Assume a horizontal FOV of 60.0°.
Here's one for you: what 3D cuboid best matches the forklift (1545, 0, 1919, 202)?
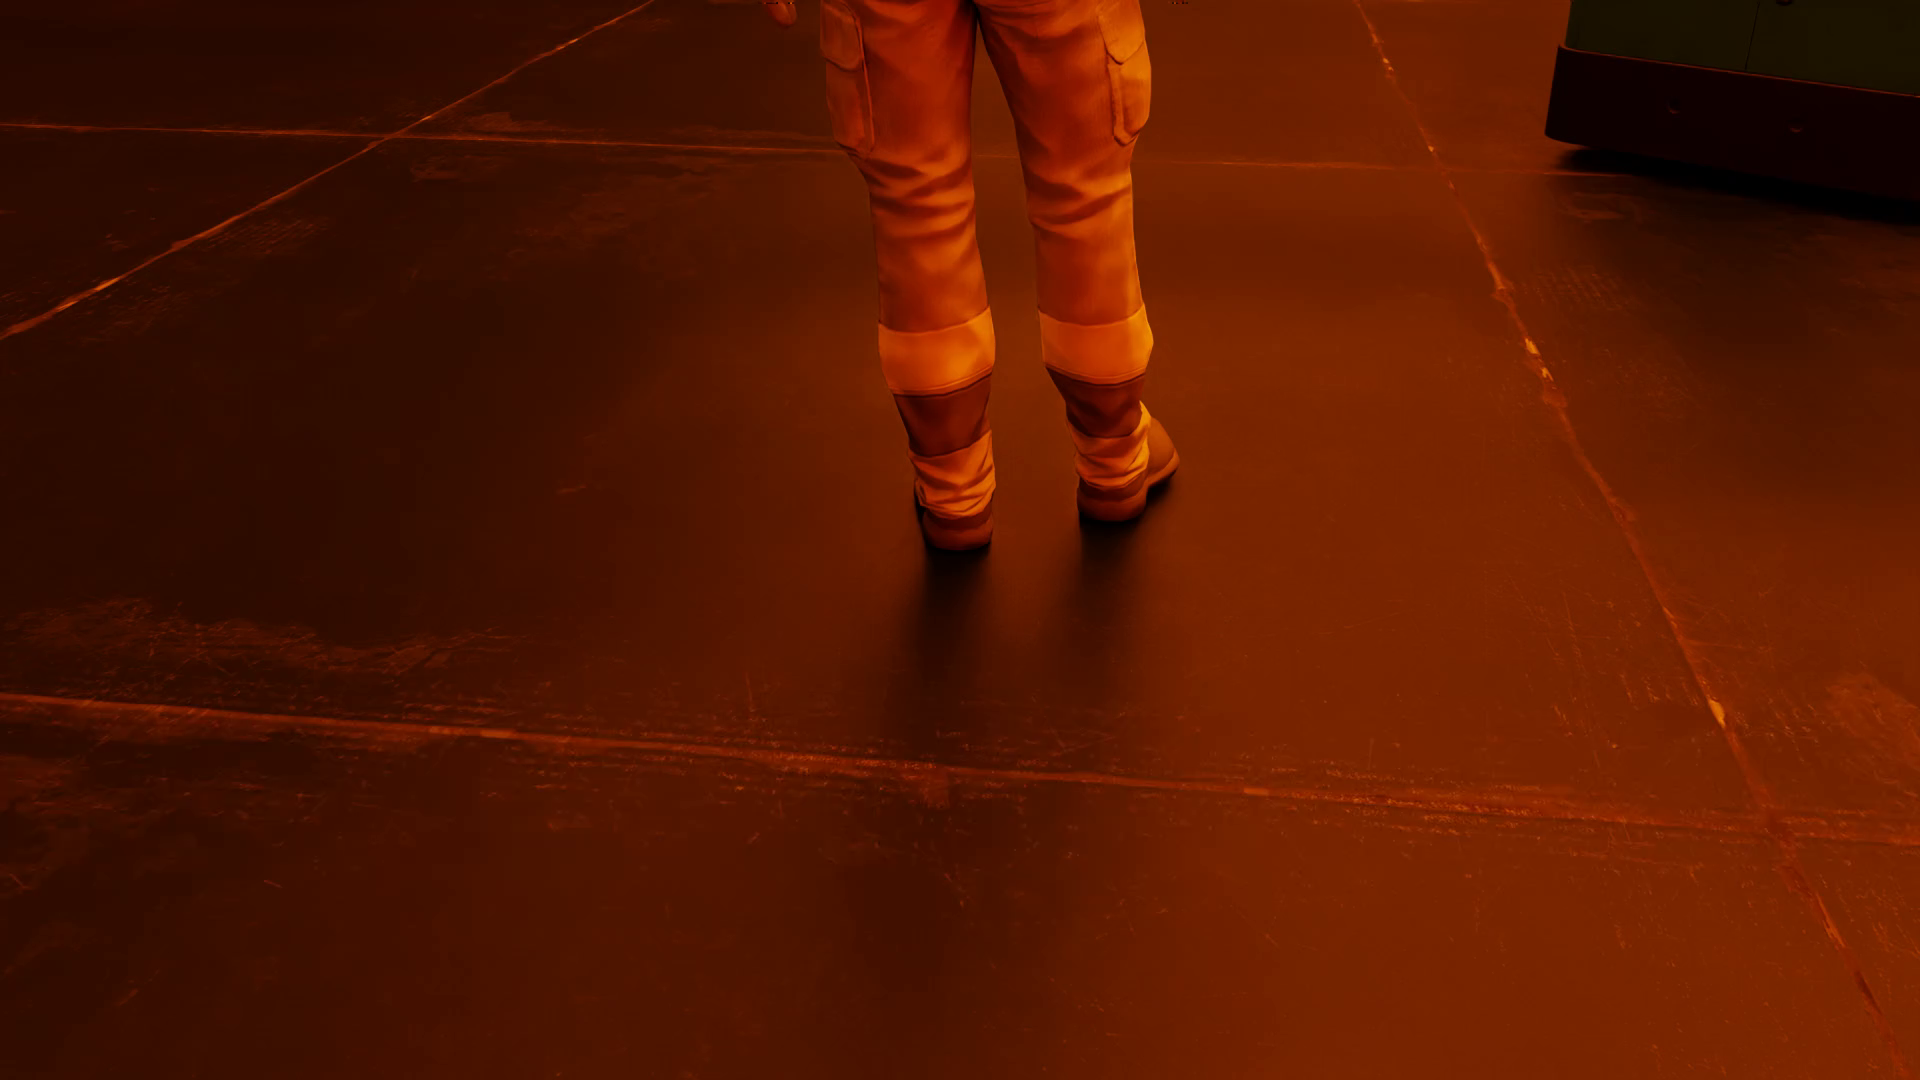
[{"bbox_3d":[2.991,-2.676,4.580,1.130,2.935,3.031,23,35,38],"label":"forklift"}]

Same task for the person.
[{"bbox_3d":[0.021,-0.842,2.168,0.638,1.789,0.562,3,27,7],"label":"person"}]
